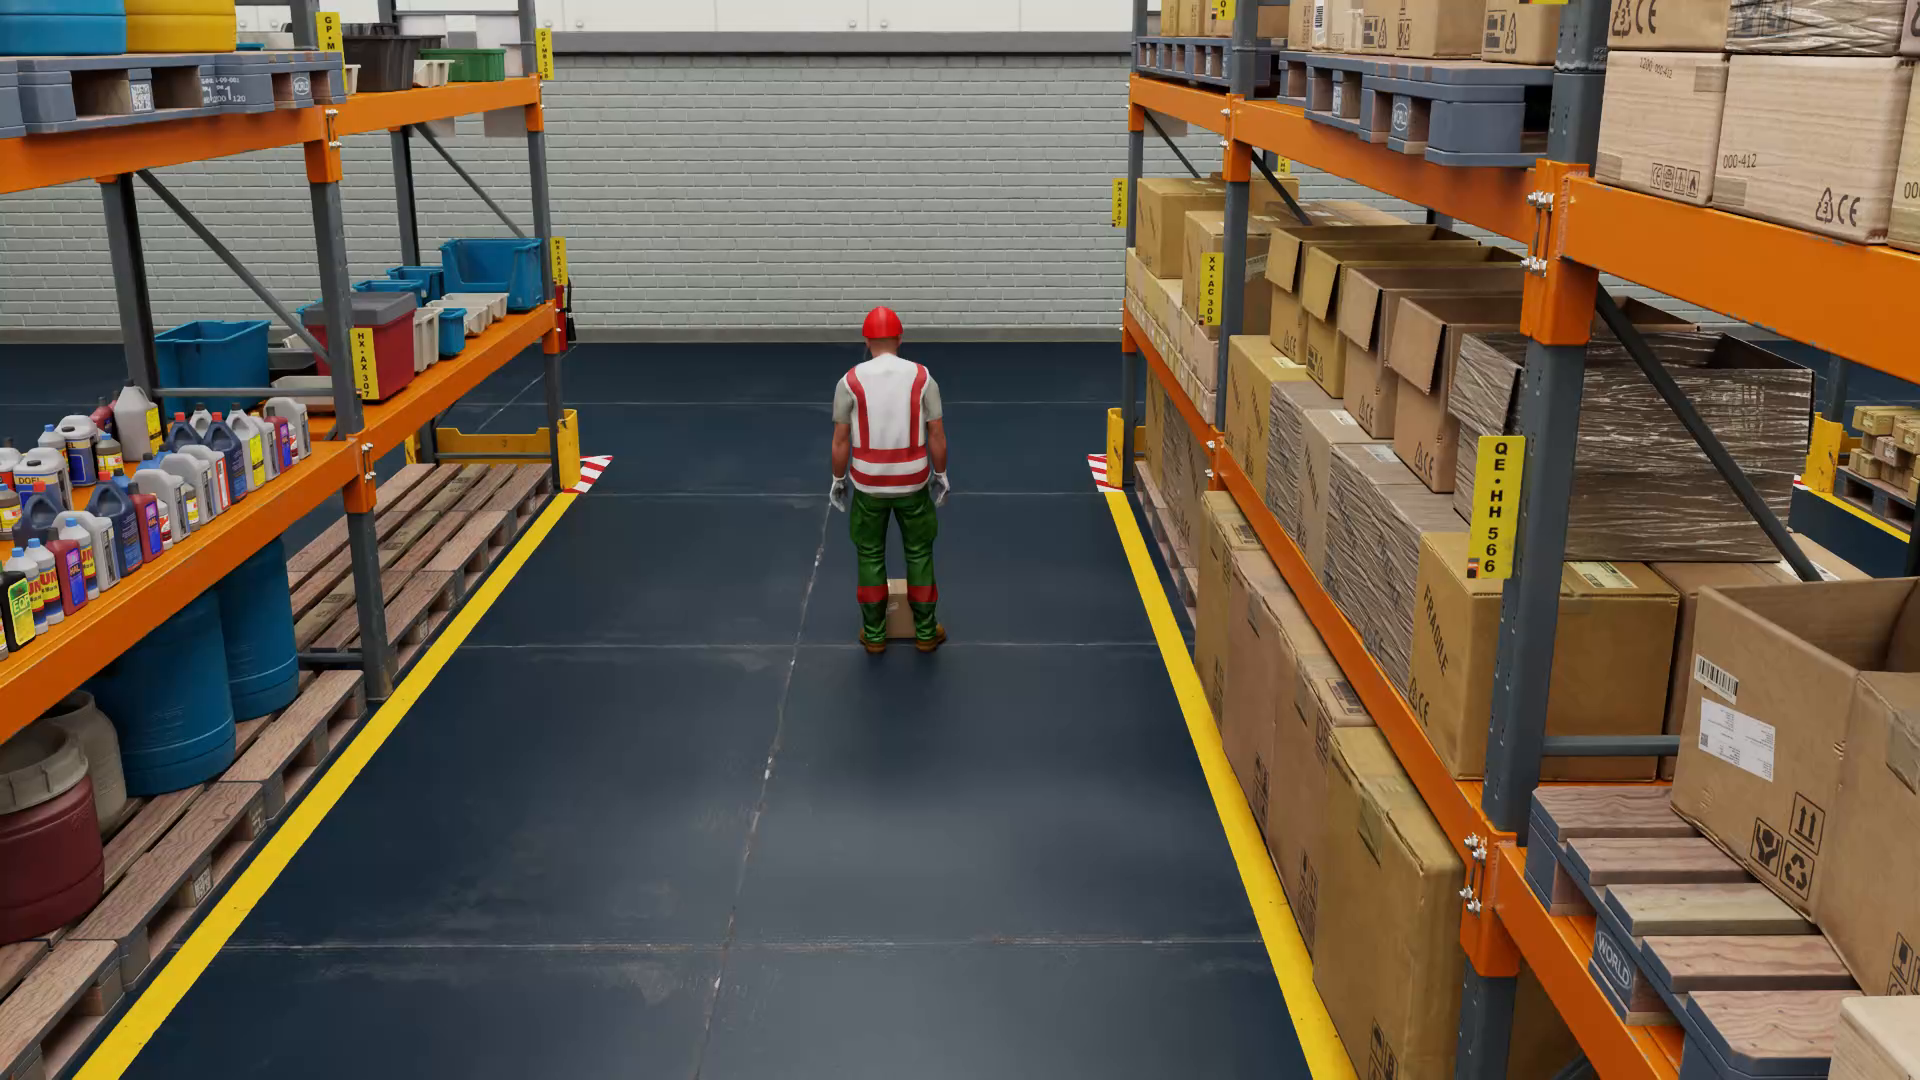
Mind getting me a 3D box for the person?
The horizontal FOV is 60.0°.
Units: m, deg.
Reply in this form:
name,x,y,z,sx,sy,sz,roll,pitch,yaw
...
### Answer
name,x,y,z,sx,sy,sz,roll,pitch,yaw
person,-0.358,-0.297,8.493,0.617,1.778,0.453,-1,17,-4
